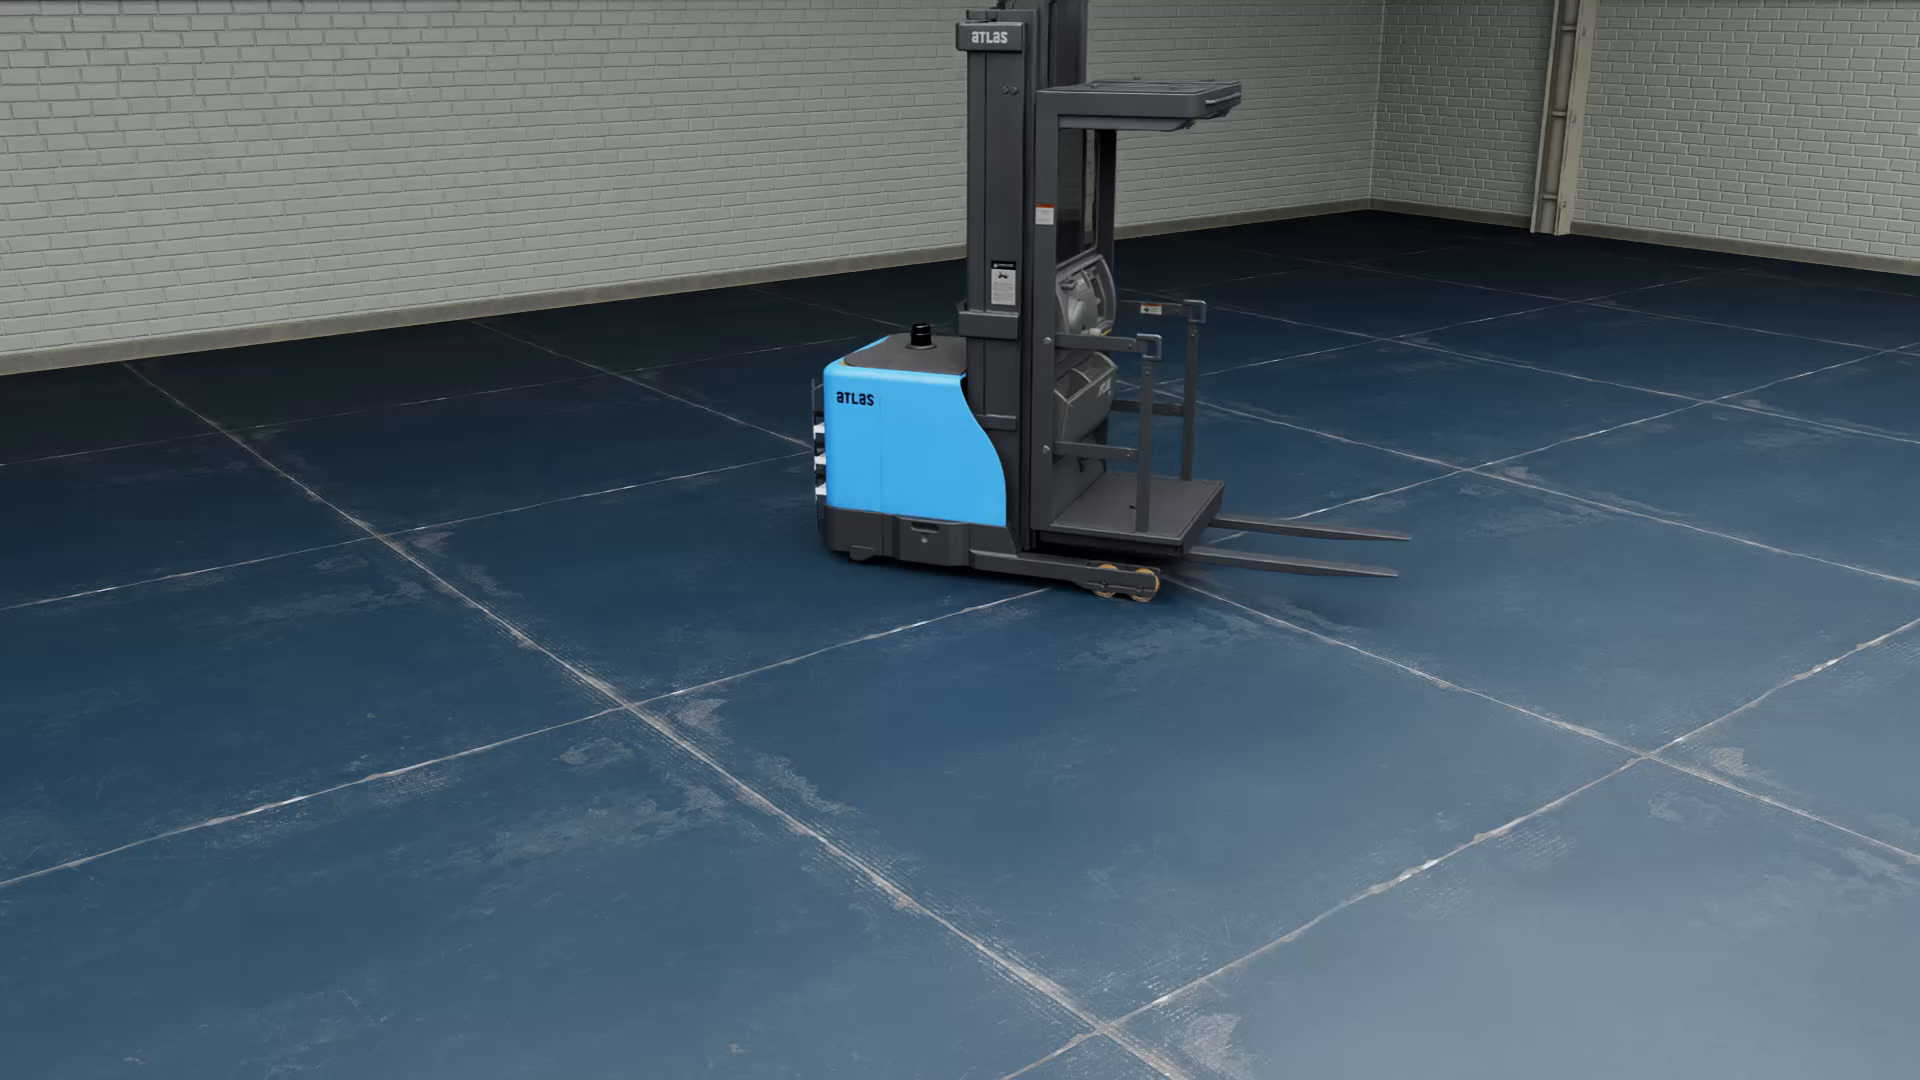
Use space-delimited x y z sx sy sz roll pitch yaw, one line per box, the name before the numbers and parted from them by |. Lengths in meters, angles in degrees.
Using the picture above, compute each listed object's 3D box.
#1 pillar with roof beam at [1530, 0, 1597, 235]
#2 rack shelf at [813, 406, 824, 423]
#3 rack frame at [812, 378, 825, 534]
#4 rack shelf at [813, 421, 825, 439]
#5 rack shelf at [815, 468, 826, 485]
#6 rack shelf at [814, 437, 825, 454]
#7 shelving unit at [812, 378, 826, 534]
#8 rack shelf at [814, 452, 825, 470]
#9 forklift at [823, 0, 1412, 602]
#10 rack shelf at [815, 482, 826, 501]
pillar with roof beam | 4.147 -7.349 17.240 9.100 9.000 0.400 -14 23 -36
rack shelf | -0.680 -0.712 9.329 0.200 0.077 0.258 7 19 19
rack frame | -0.775 -0.499 9.437 0.006 0.900 0.240 7 19 19
rack shelf | -0.680 -0.627 9.358 0.200 0.077 0.258 7 19 19
rack shelf | -0.680 -0.371 9.443 0.200 0.077 0.258 7 19 19
rack shelf | -0.680 -0.542 9.386 0.200 0.077 0.258 7 19 19
shelving unit | -0.680 -0.488 9.404 0.210 0.900 0.258 7 19 19
rack shelf | -0.680 -0.456 9.414 0.200 0.077 0.258 7 19 19
forklift | 0.836 -1.267 8.526 3.031 2.935 1.130 7 19 19
rack shelf | -0.680 -0.285 9.471 0.200 0.077 0.258 7 19 19
